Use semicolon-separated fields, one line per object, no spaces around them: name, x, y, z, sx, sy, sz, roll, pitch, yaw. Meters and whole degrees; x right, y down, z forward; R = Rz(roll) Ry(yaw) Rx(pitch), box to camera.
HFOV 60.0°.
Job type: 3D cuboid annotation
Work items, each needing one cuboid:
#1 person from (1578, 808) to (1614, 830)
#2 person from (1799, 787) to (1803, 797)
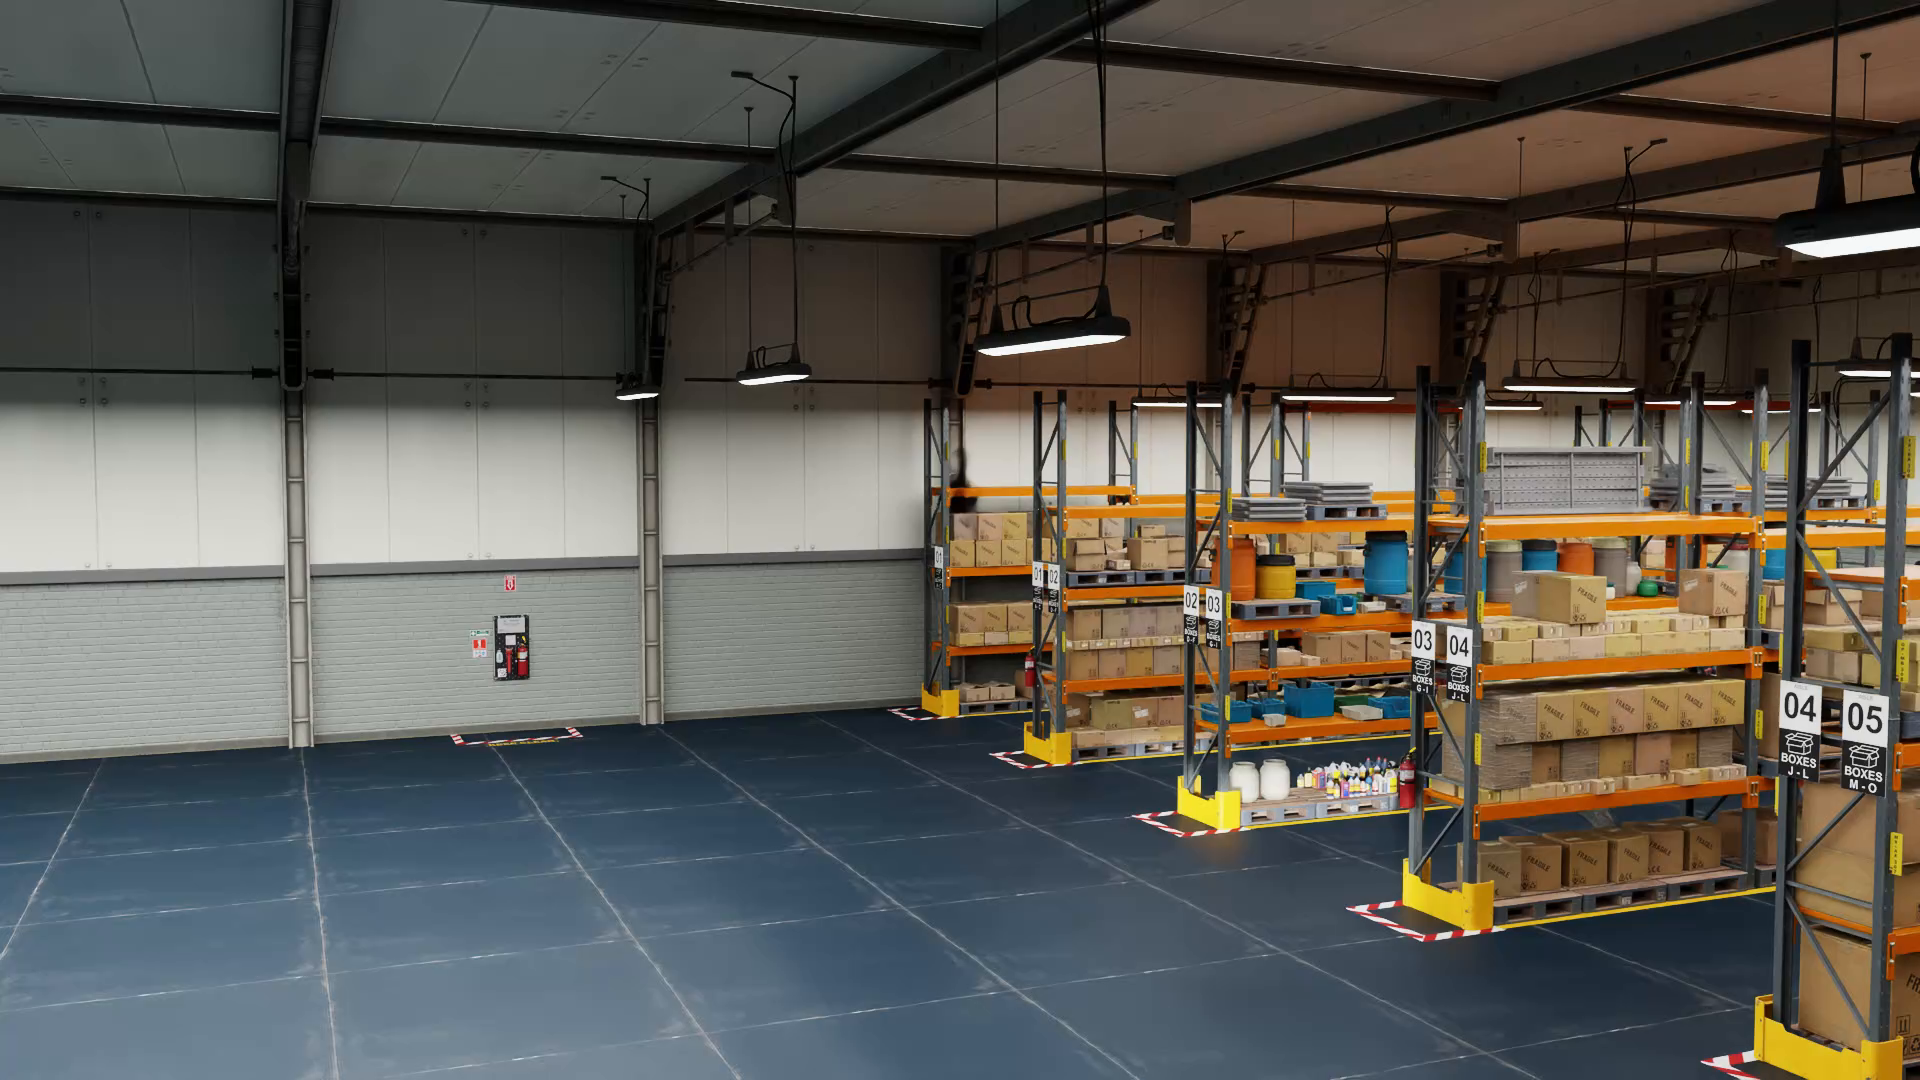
person;8.155;3.099;21.290;0.690;1.608;0.576;0;3;-8
person;11.337;3.043;22.372;0.684;1.556;0.725;0;3;6
